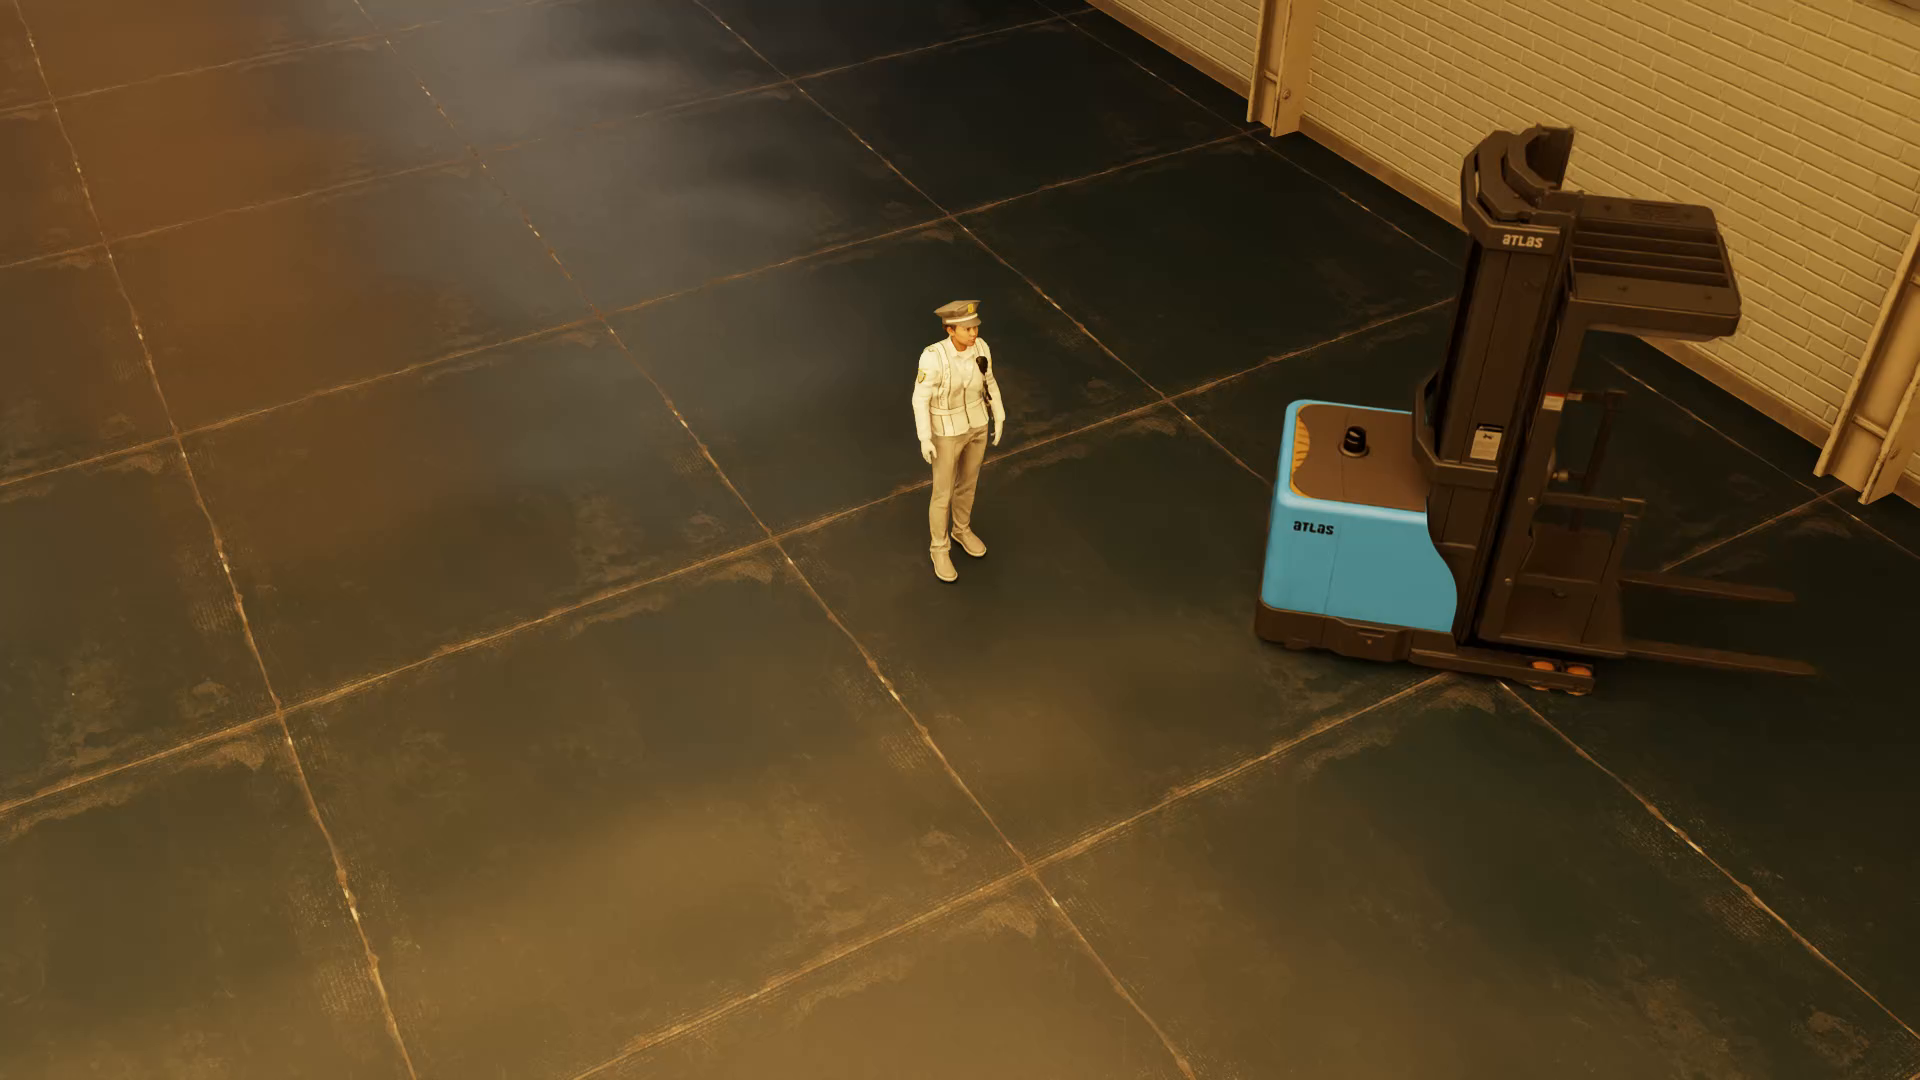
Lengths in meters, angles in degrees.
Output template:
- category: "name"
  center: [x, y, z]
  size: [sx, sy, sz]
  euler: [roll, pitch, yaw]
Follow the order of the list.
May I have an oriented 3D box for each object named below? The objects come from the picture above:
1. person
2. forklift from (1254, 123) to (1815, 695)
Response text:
- category: "person"
  center: [0.028, -0.618, 9.738]
  size: [0.586, 1.694, 0.532]
  euler: [-20, 44, -23]
- category: "forklift"
  center: [3.271, -0.633, 8.799]
  size: [3.031, 2.935, 1.130]
  euler: [8, 40, 9]
